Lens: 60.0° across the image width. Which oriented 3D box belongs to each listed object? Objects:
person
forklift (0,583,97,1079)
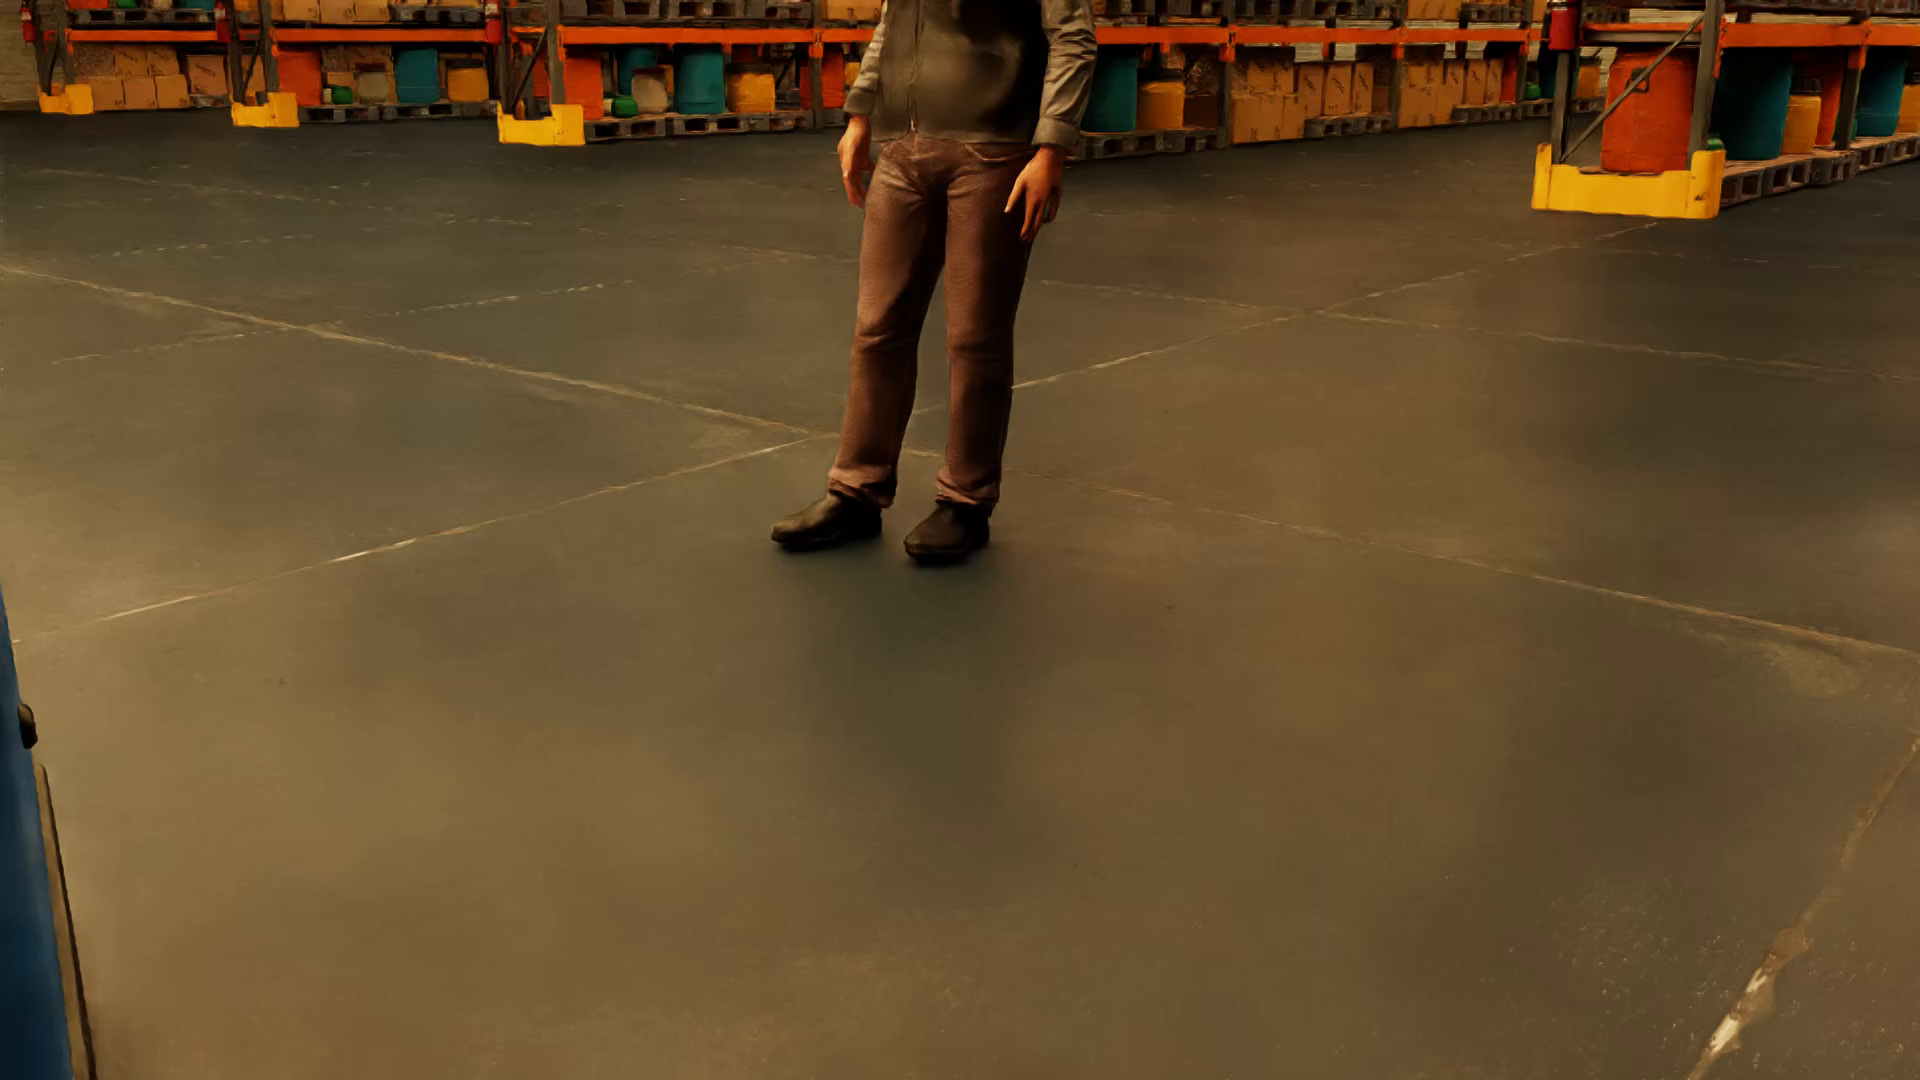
[{"bbox_3d":[-0.046,-0.818,3.649,0.632,1.720,0.567,13,21,37],"label":"person"},{"bbox_3d":[-2.181,-0.505,0.561,3.031,2.935,1.130,-10,19,-29],"label":"forklift"}]
